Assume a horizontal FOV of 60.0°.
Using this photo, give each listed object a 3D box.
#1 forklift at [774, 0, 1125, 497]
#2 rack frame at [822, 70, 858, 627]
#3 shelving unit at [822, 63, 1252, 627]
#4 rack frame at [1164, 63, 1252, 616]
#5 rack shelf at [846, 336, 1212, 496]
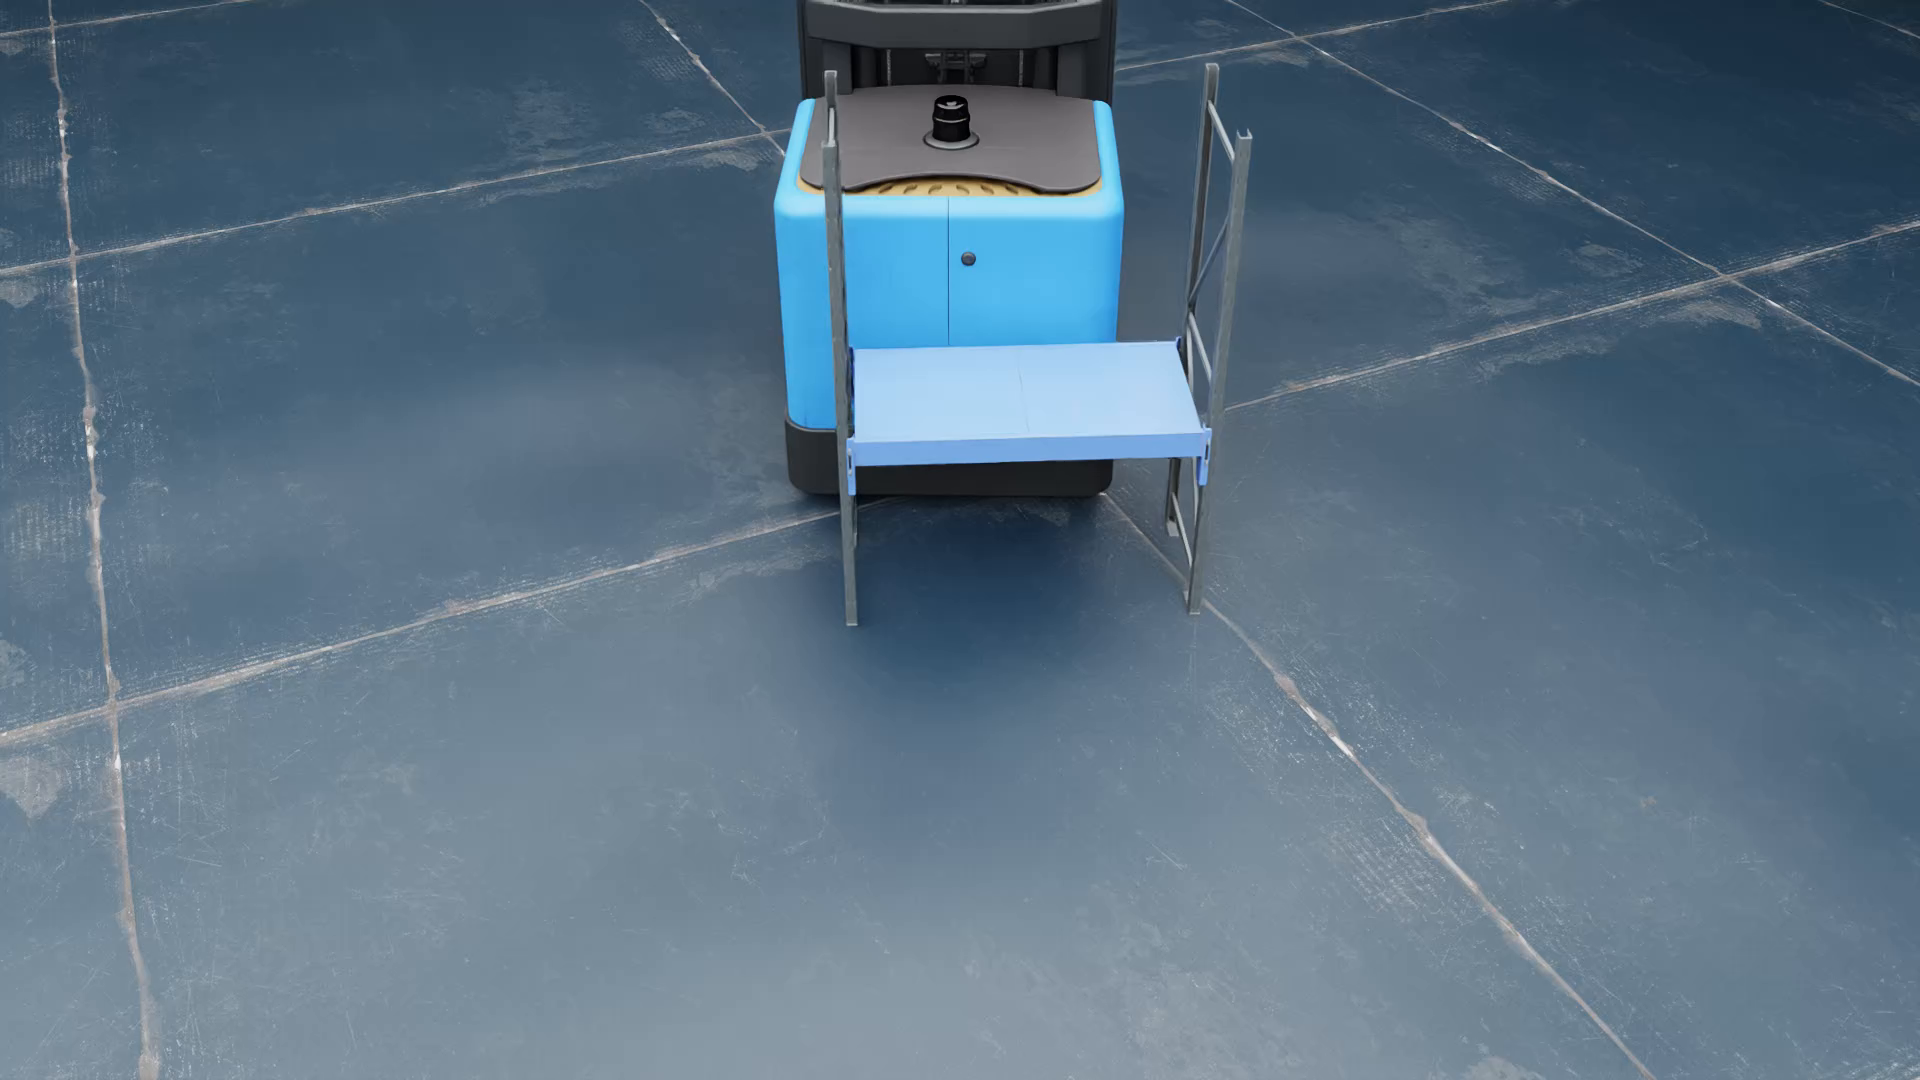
[{"bbox_3d":[-0.005,-2.164,5.707,1.130,2.935,3.031,1,37,1],"label":"forklift"},{"bbox_3d":[-0.330,-0.494,4.658,0.032,1.500,0.500,-2,37,-2],"label":"rack frame"},{"bbox_3d":[0.177,-0.510,4.678,1.048,1.500,0.538,-2,37,-2],"label":"shelving unit"},{"bbox_3d":[0.685,-0.525,4.699,0.032,1.500,0.500,-2,37,-2],"label":"rack frame"},{"bbox_3d":[0.177,-0.365,4.785,1.000,0.185,0.538,-2,37,-2],"label":"rack shelf"}]
